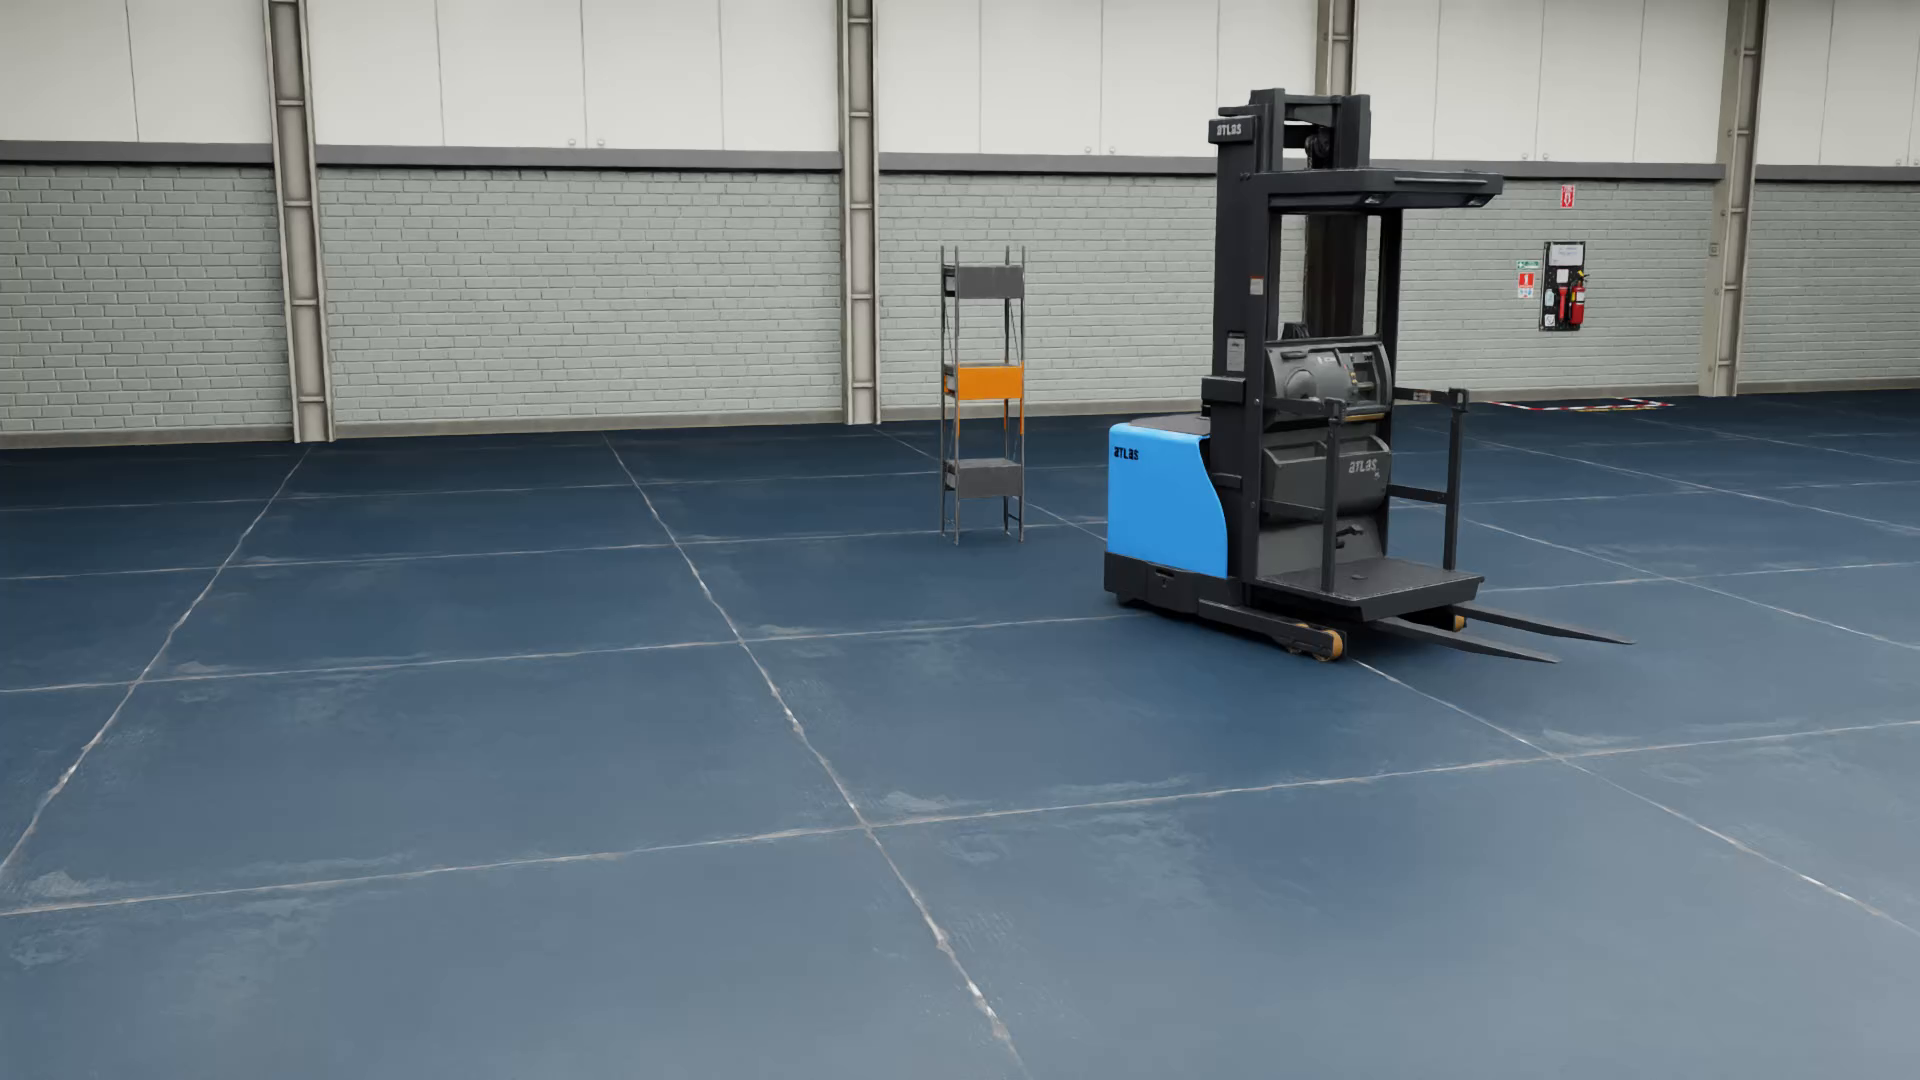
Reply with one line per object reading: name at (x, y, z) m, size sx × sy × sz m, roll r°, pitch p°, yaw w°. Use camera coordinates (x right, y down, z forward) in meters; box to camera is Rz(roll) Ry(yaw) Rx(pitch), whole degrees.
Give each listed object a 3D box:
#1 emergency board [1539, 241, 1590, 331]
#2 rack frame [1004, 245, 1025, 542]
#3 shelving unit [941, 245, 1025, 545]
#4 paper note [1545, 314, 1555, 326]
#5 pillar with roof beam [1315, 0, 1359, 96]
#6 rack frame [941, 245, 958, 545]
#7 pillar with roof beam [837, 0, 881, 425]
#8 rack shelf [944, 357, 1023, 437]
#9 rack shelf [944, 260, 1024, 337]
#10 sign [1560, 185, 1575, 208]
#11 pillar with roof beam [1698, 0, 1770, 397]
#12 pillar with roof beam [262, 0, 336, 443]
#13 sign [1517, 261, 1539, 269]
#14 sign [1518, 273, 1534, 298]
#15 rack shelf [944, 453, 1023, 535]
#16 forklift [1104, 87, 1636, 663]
emergency board at (7.985, -3.334, 21.872) m, size 0.643 × 1.169 × 0.194 m, roll -3°, pitch 11°, yaw -16°
rack frame at (0.393, -1.053, 11.969) m, size 0.015 × 2.100 × 0.400 m, roll -3°, pitch 11°, yaw -16°
shelving unit at (0.159, -1.041, 11.902) m, size 0.503 × 2.100 × 0.431 m, roll -3°, pitch 11°, yaw -16°
paper note at (7.796, -2.904, 21.968) m, size 0.142 × 0.148 × 0.016 m, roll -3°, pitch 11°, yaw -16°
pillar with roof beam at (5.811, -5.351, 16.258) m, size 0.400 × 9.000 × 9.100 m, roll -3°, pitch 11°, yaw -16°
rack frame at (-0.075, -1.029, 11.835) m, size 0.015 × 2.100 × 0.400 m, roll -3°, pitch 11°, yaw -16°
pillar with roof beam at (0.050, -5.047, 14.609) m, size 0.400 × 9.000 × 9.100 m, roll -3°, pitch 11°, yaw -16°
rack shelf at (0.159, -1.028, 11.904) m, size 0.480 × 0.518 × 0.431 m, roll -3°, pitch 11°, yaw -16°
rack shelf at (0.159, -1.716, 11.778) m, size 0.480 × 0.518 × 0.431 m, roll -3°, pitch 11°, yaw -16°
sign at (7.949, -4.491, 21.754) m, size 0.199 × 0.298 × 0.001 m, roll -3°, pitch 11°, yaw -16°
pillar with roof beam at (11.572, -5.655, 17.907) m, size 0.400 × 9.000 × 9.100 m, roll -3°, pitch 11°, yaw -16°
pillar with roof beam at (-5.711, -4.744, 12.959) m, size 0.400 × 9.000 × 9.100 m, roll -3°, pitch 11°, yaw -16°
sign at (7.432, -3.601, 21.759) m, size 0.331 × 0.109 × 0.001 m, roll -3°, pitch 11°, yaw -16°
sign at (7.425, -3.342, 21.814) m, size 0.234 × 0.329 × 0.001 m, roll -3°, pitch 11°, yaw -16°
rack shelf at (0.159, -0.339, 12.031) m, size 0.480 × 0.518 × 0.431 m, roll -3°, pitch 11°, yaw -16°
forklift at (2.142, -0.911, 8.898) m, size 1.130 × 2.935 × 3.031 m, roll -8°, pitch 13°, yaw -35°
